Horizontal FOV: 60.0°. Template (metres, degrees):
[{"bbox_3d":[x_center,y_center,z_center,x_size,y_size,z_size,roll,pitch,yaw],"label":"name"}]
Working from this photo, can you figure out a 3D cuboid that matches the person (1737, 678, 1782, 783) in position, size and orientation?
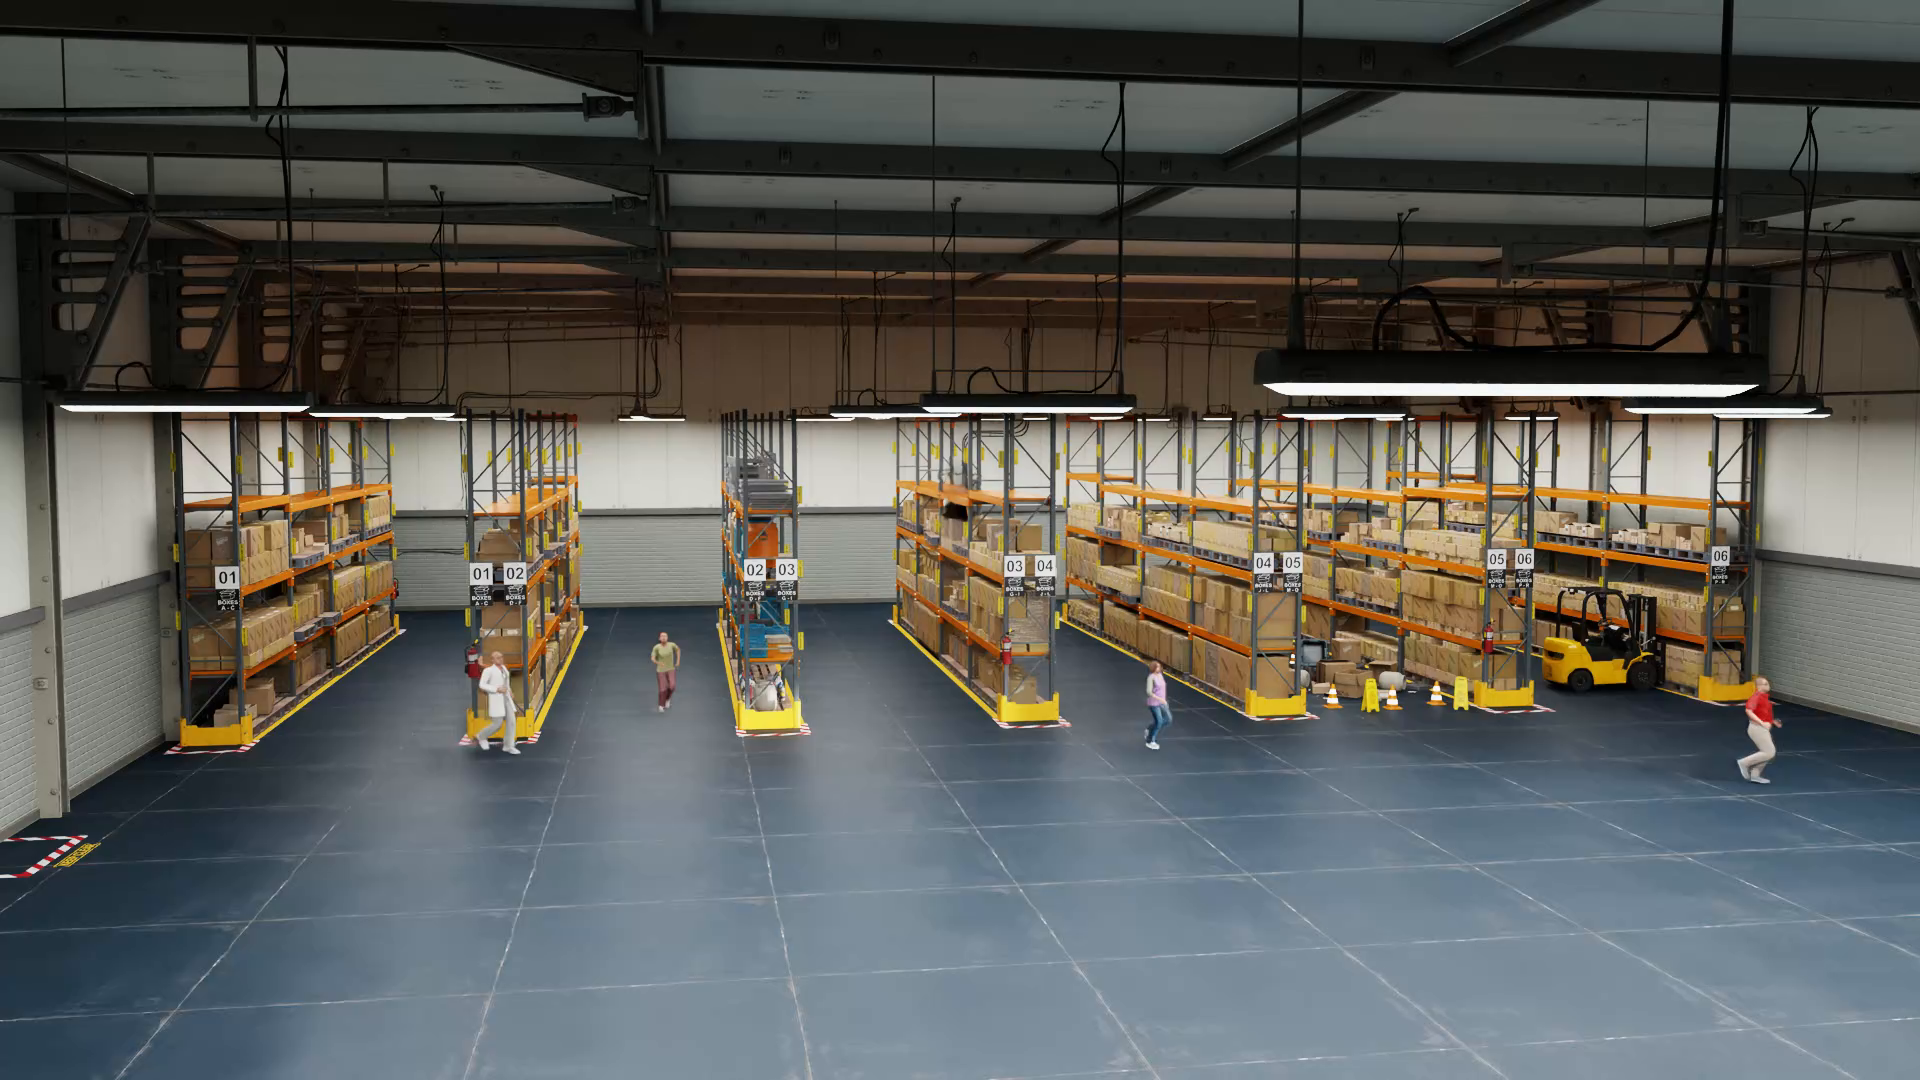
[{"bbox_3d":[12.753,3.031,26.502,0.595,1.680,0.644,3,5,34],"label":"person"}]

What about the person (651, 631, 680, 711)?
[{"bbox_3d":[-5.828,2.602,32.967,0.596,1.622,0.716,-1,4,-16],"label":"person"}]

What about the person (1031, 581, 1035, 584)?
[{"bbox_3d":[1.929,1.532,47.919,0.754,1.736,0.714,1,4,19],"label":"person"}]

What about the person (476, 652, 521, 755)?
[{"bbox_3d":[-8.036,2.840,28.899,0.872,1.765,0.722,2,5,29],"label":"person"}]

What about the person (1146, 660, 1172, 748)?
[{"bbox_3d":[3.495,2.902,29.349,0.478,1.561,0.550,3,5,35],"label":"person"}]
